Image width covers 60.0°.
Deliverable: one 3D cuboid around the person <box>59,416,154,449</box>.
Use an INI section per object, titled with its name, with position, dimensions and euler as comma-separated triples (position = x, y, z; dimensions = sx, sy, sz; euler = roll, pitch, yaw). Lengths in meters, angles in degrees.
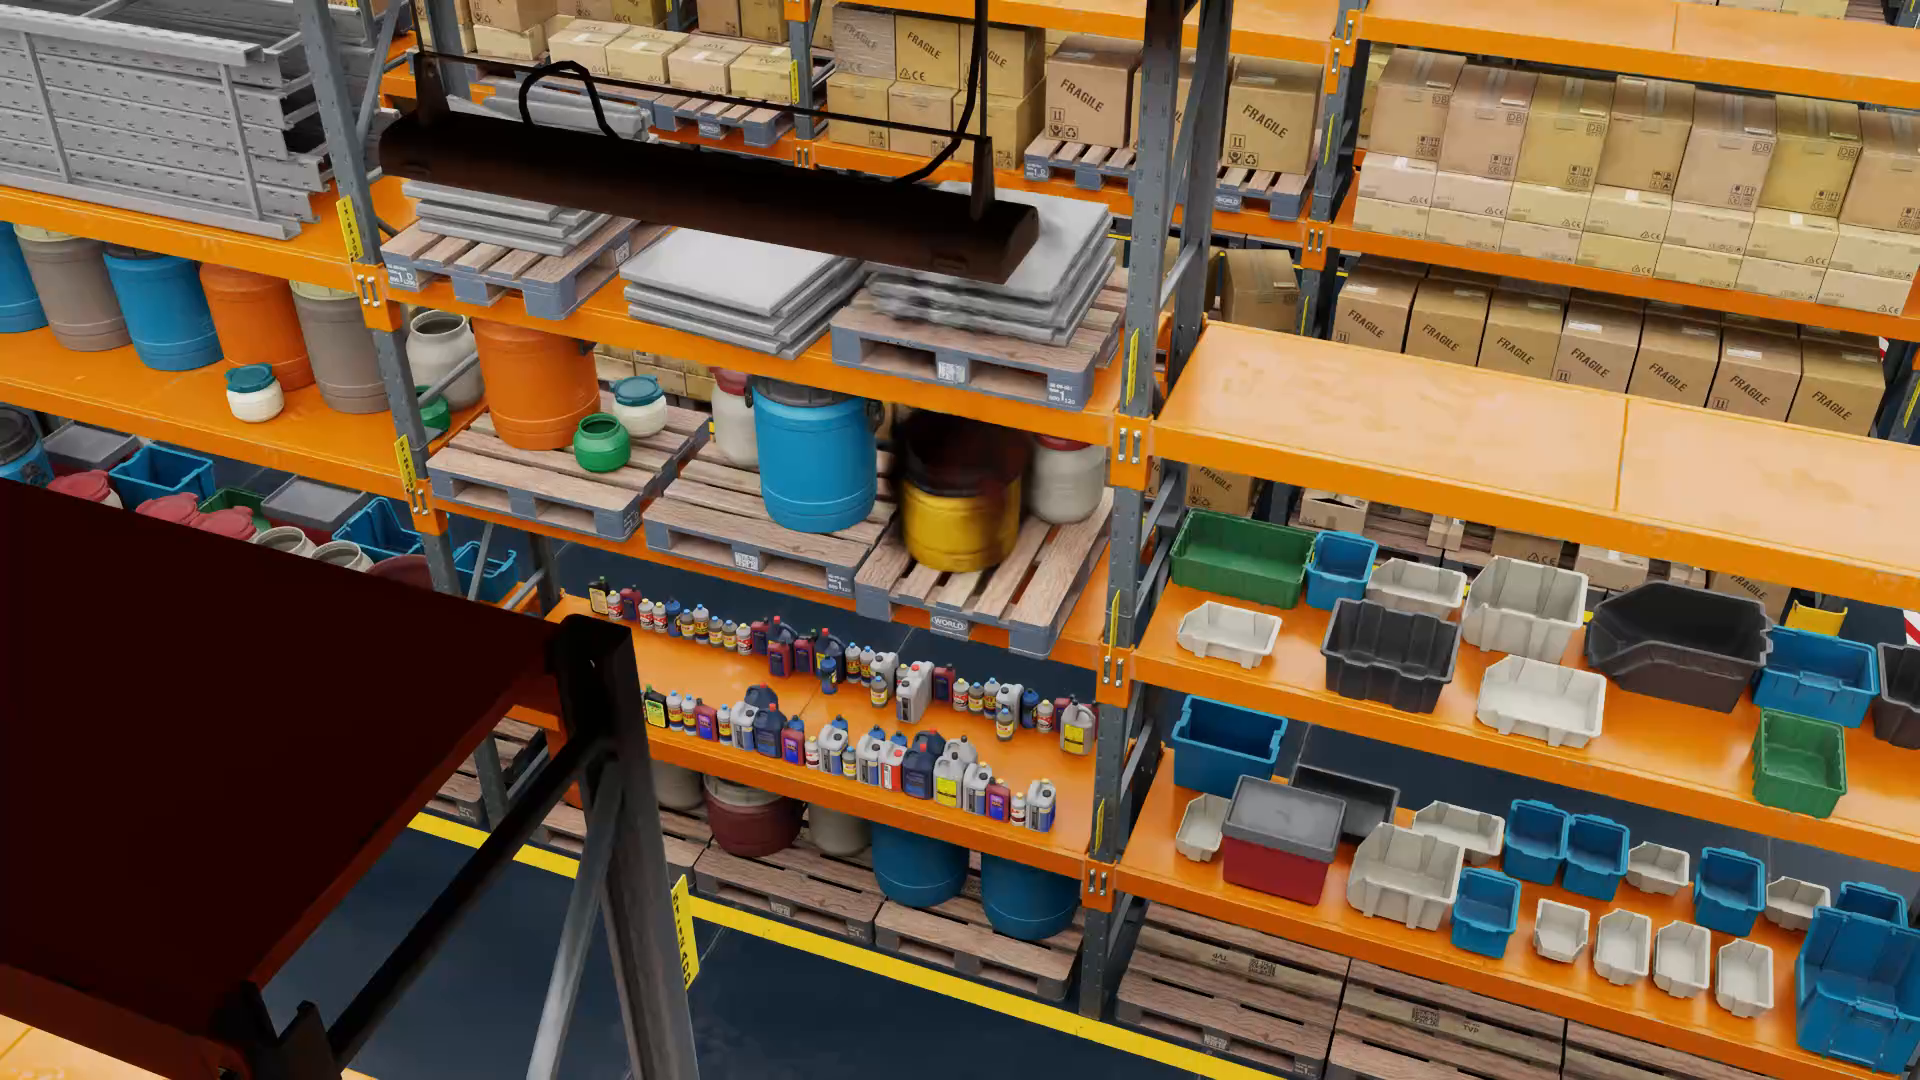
[person]
position = -7.141, -1.148, 13.581
dimensions = 0.939, 1.660, 0.606
euler = 0, 36, -1
